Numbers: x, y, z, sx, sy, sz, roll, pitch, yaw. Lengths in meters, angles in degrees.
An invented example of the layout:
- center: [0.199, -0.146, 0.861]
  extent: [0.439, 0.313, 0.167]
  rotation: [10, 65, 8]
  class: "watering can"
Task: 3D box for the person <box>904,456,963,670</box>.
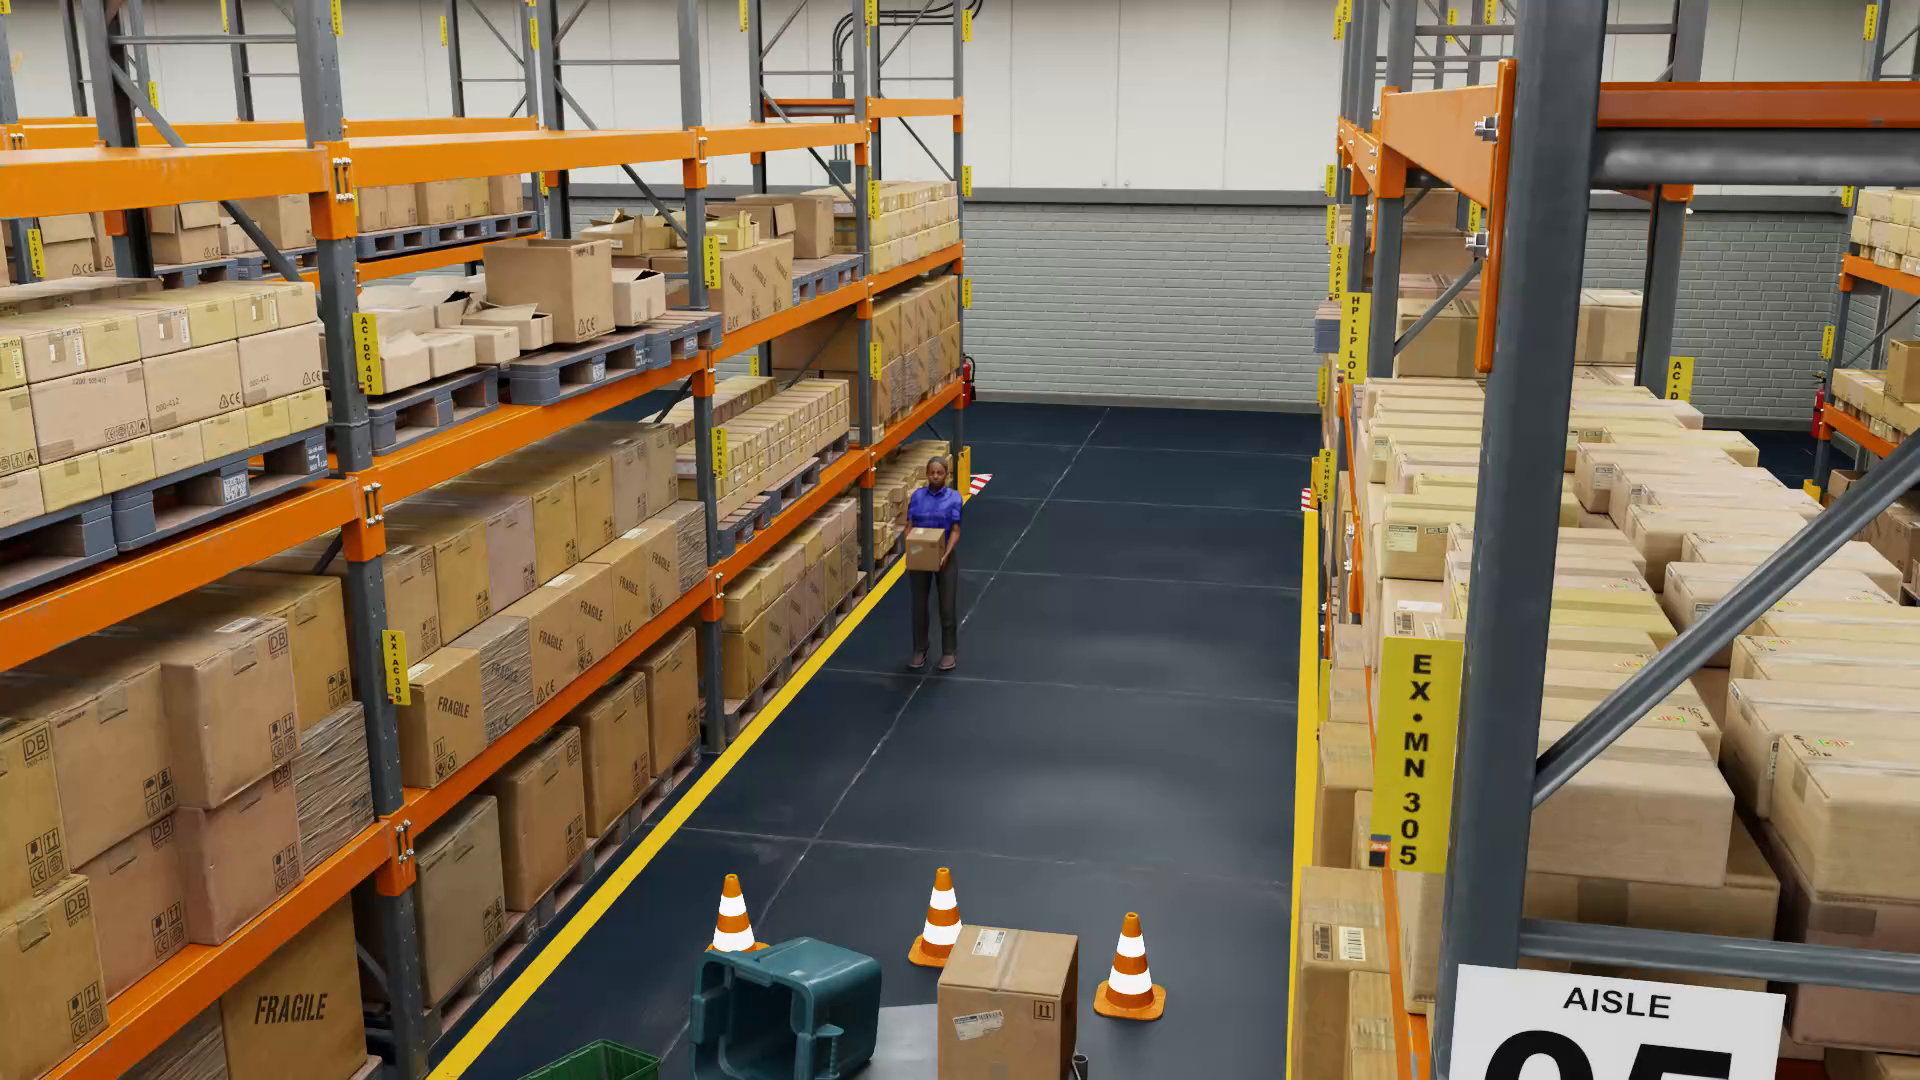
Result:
- center: [-0.223, 0.195, 12.805]
  extent: [0.451, 1.651, 0.496]
  rotation: [3, 15, 12]
  class: "person"
